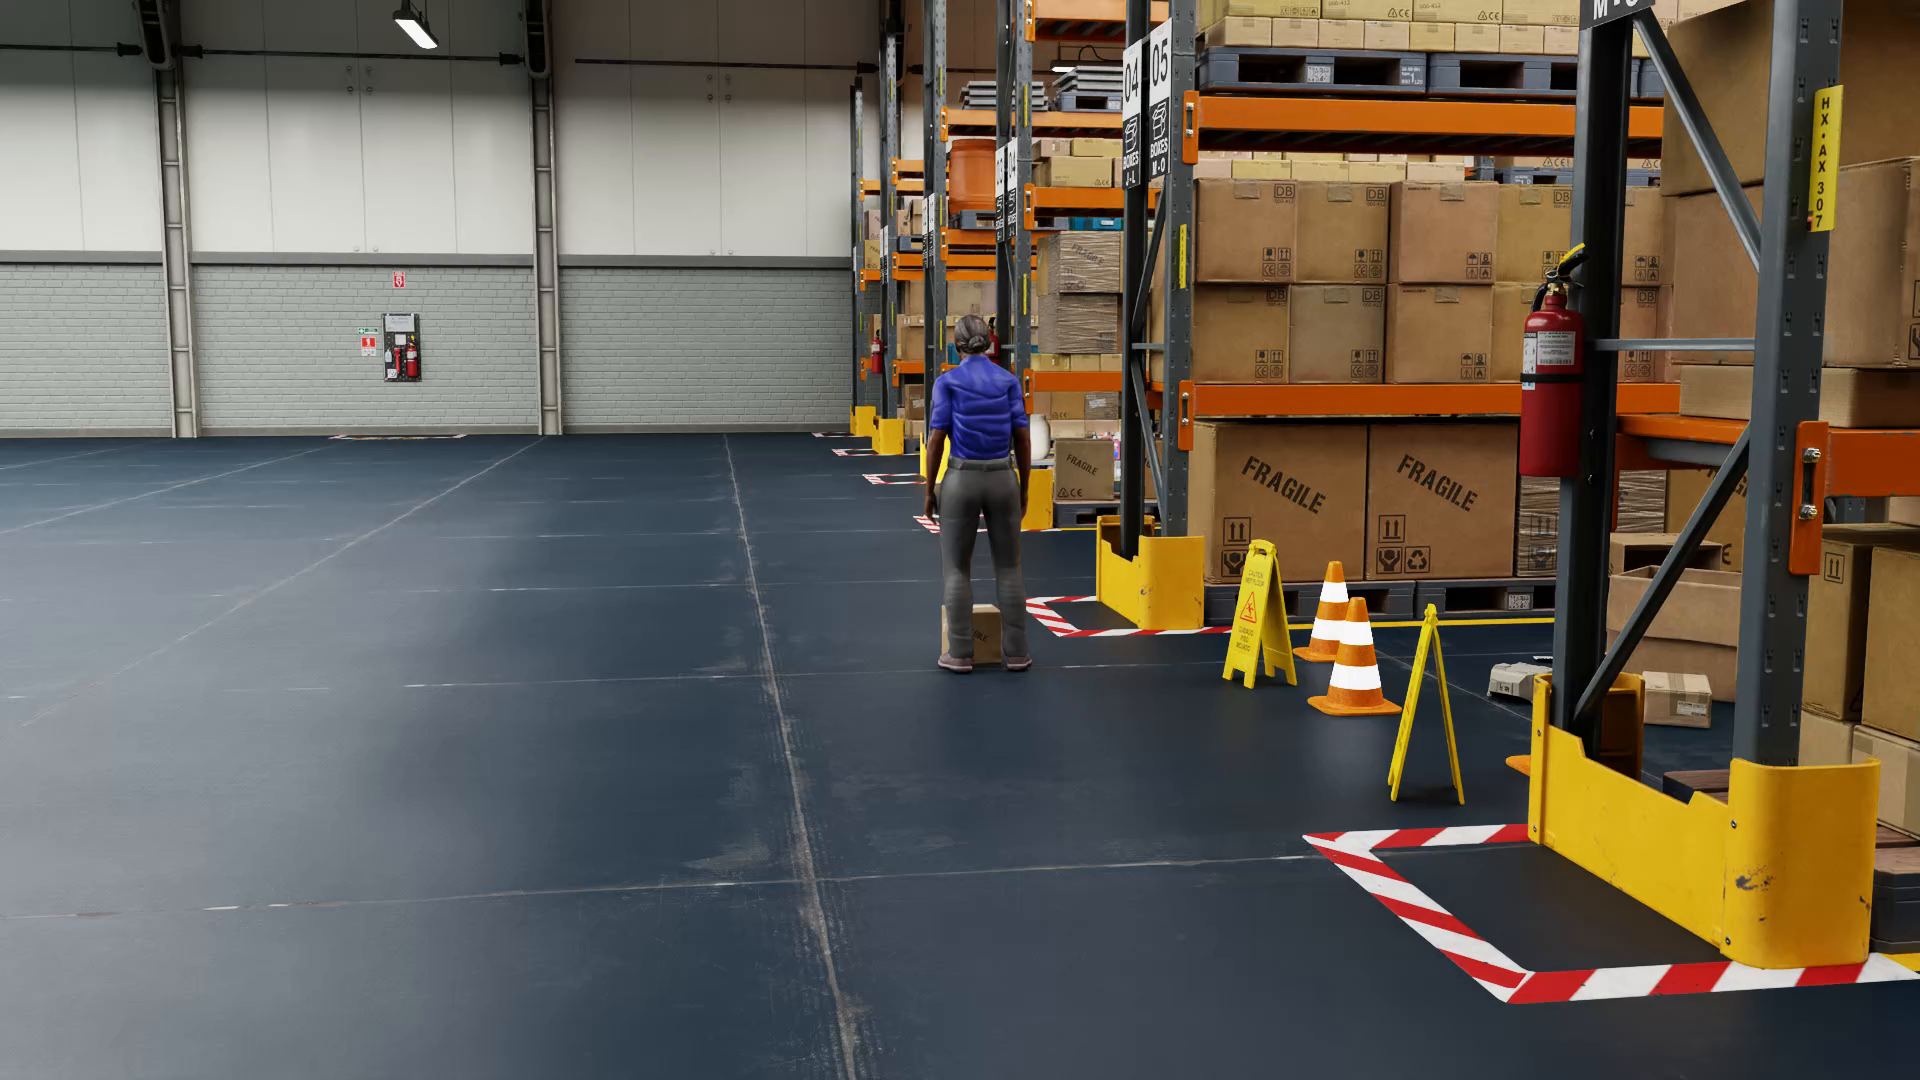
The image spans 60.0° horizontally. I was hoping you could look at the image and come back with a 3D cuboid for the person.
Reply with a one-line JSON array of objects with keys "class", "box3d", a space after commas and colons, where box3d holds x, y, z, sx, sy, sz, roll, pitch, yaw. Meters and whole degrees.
[{"class": "person", "box3d": [0.096, -0.217, 7.732, 0.529, 1.656, 0.346, -1, 7, -11]}]
